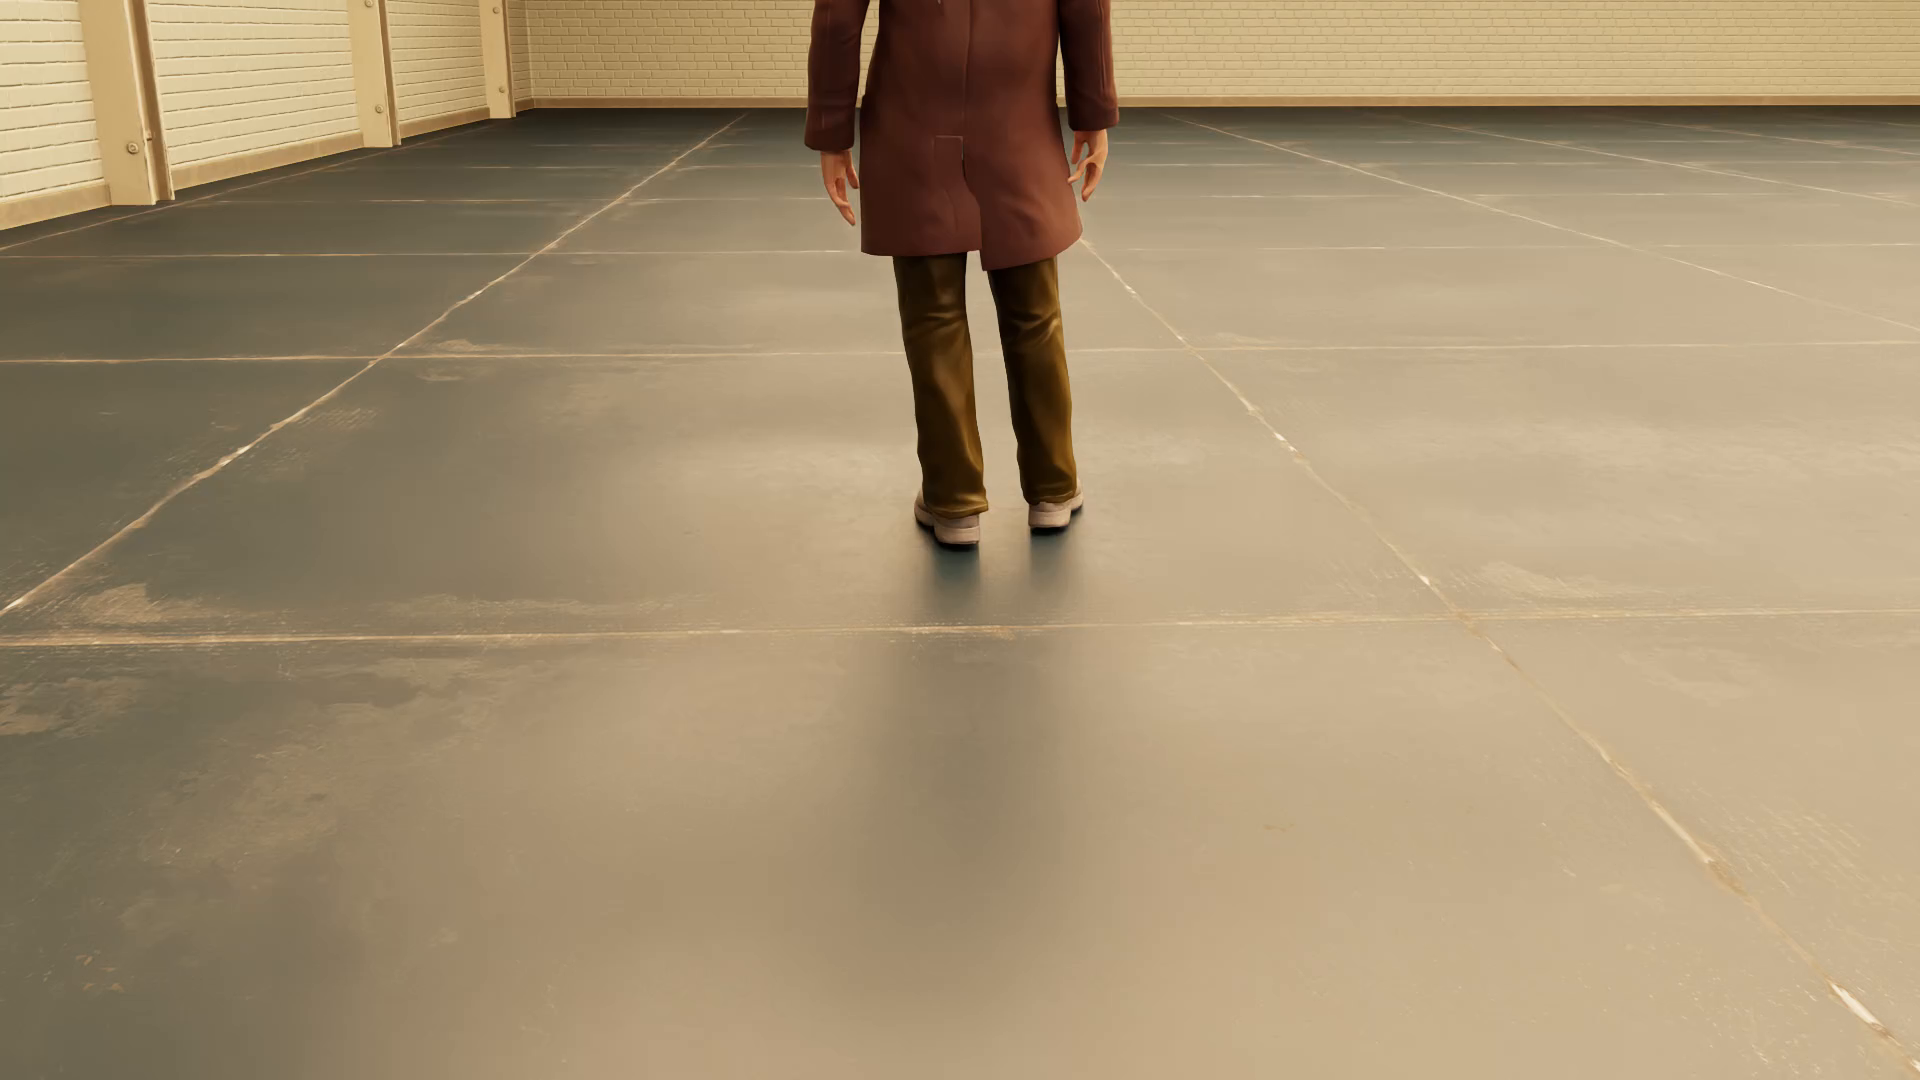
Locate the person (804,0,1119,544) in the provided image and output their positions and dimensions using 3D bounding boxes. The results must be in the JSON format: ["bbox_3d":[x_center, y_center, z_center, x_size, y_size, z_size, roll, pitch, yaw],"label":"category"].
[{"bbox_3d":[0.000,-0.884,3.743,0.696,1.776,0.582,-1,17,-3],"label":"person"}]
